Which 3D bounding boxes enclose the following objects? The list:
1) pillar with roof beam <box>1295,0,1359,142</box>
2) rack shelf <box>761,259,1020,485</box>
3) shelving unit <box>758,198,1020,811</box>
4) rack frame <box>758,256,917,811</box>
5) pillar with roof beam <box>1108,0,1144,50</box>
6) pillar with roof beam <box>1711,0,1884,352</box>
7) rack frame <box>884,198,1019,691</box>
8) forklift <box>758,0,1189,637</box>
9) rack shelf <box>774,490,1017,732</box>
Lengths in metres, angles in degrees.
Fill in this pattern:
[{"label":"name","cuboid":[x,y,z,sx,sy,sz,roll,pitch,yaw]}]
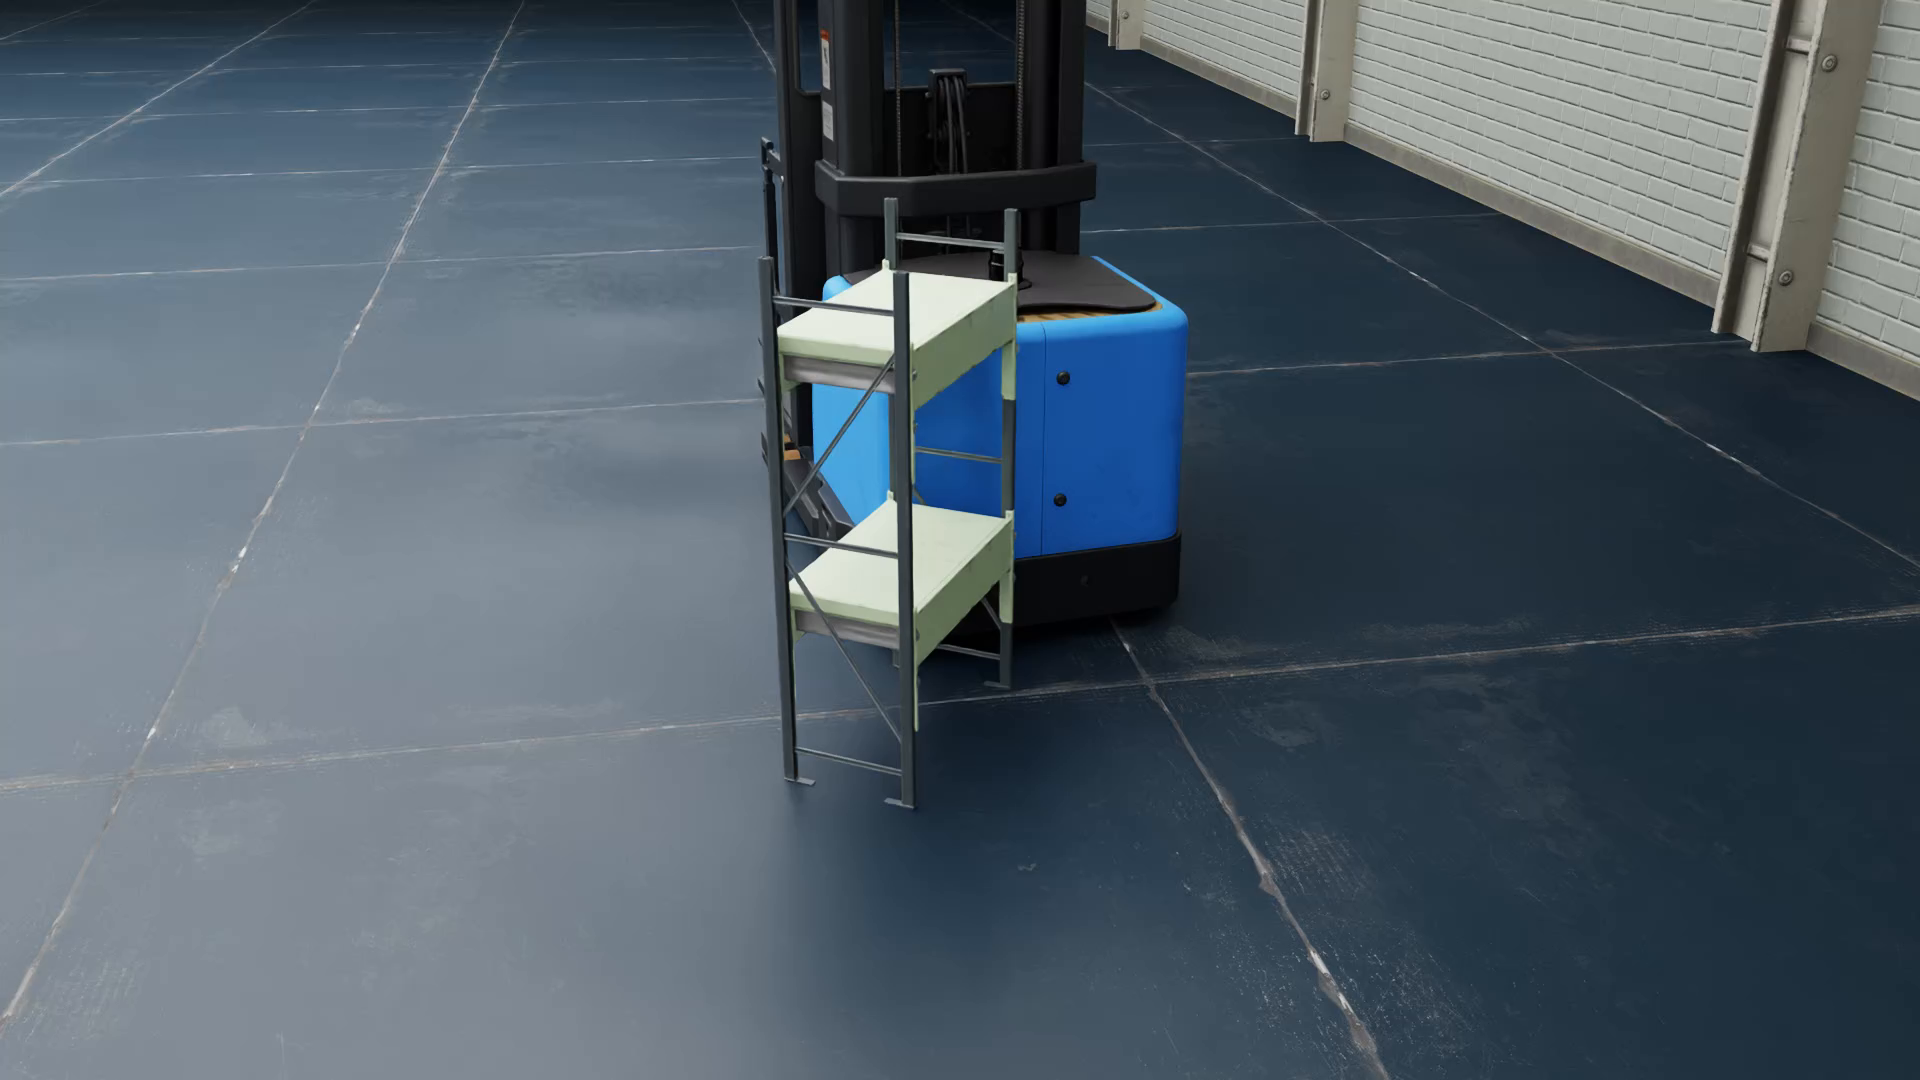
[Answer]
[{"label":"pillar with roof beam","cuboid":[-1.188,-7.206,11.506,9.100,9.000,0.400,-4,24,-10]},{"label":"rack shelf","cuboid":[-0.168,-0.474,4.483,0.431,0.370,0.720,10,25,21]},{"label":"shelving unit","cuboid":[-0.167,-0.116,4.640,0.431,1.500,0.755,10,25,21]},{"label":"rack frame","cuboid":[-0.309,0.020,4.331,0.400,1.500,0.023,10,25,21]},{"label":"pillar with roof beam","cuboid":[-2.298,-9.566,16.910,9.100,9.000,0.400,-4,24,-10]},{"label":"pillar with roof beam","cuboid":[-0.079,-4.846,6.102,9.100,9.000,0.400,-4,24,-10]},{"label":"rack frame","cuboid":[-0.026,-0.252,4.949,0.400,1.500,0.023,10,25,21]},{"label":"forklift","cuboid":[-0.185,-1.581,6.208,1.130,2.935,3.031,-7,25,-16]},{"label":"rack shelf","cuboid":[-0.167,0.182,4.771,0.431,0.370,0.720,10,25,21]}]
